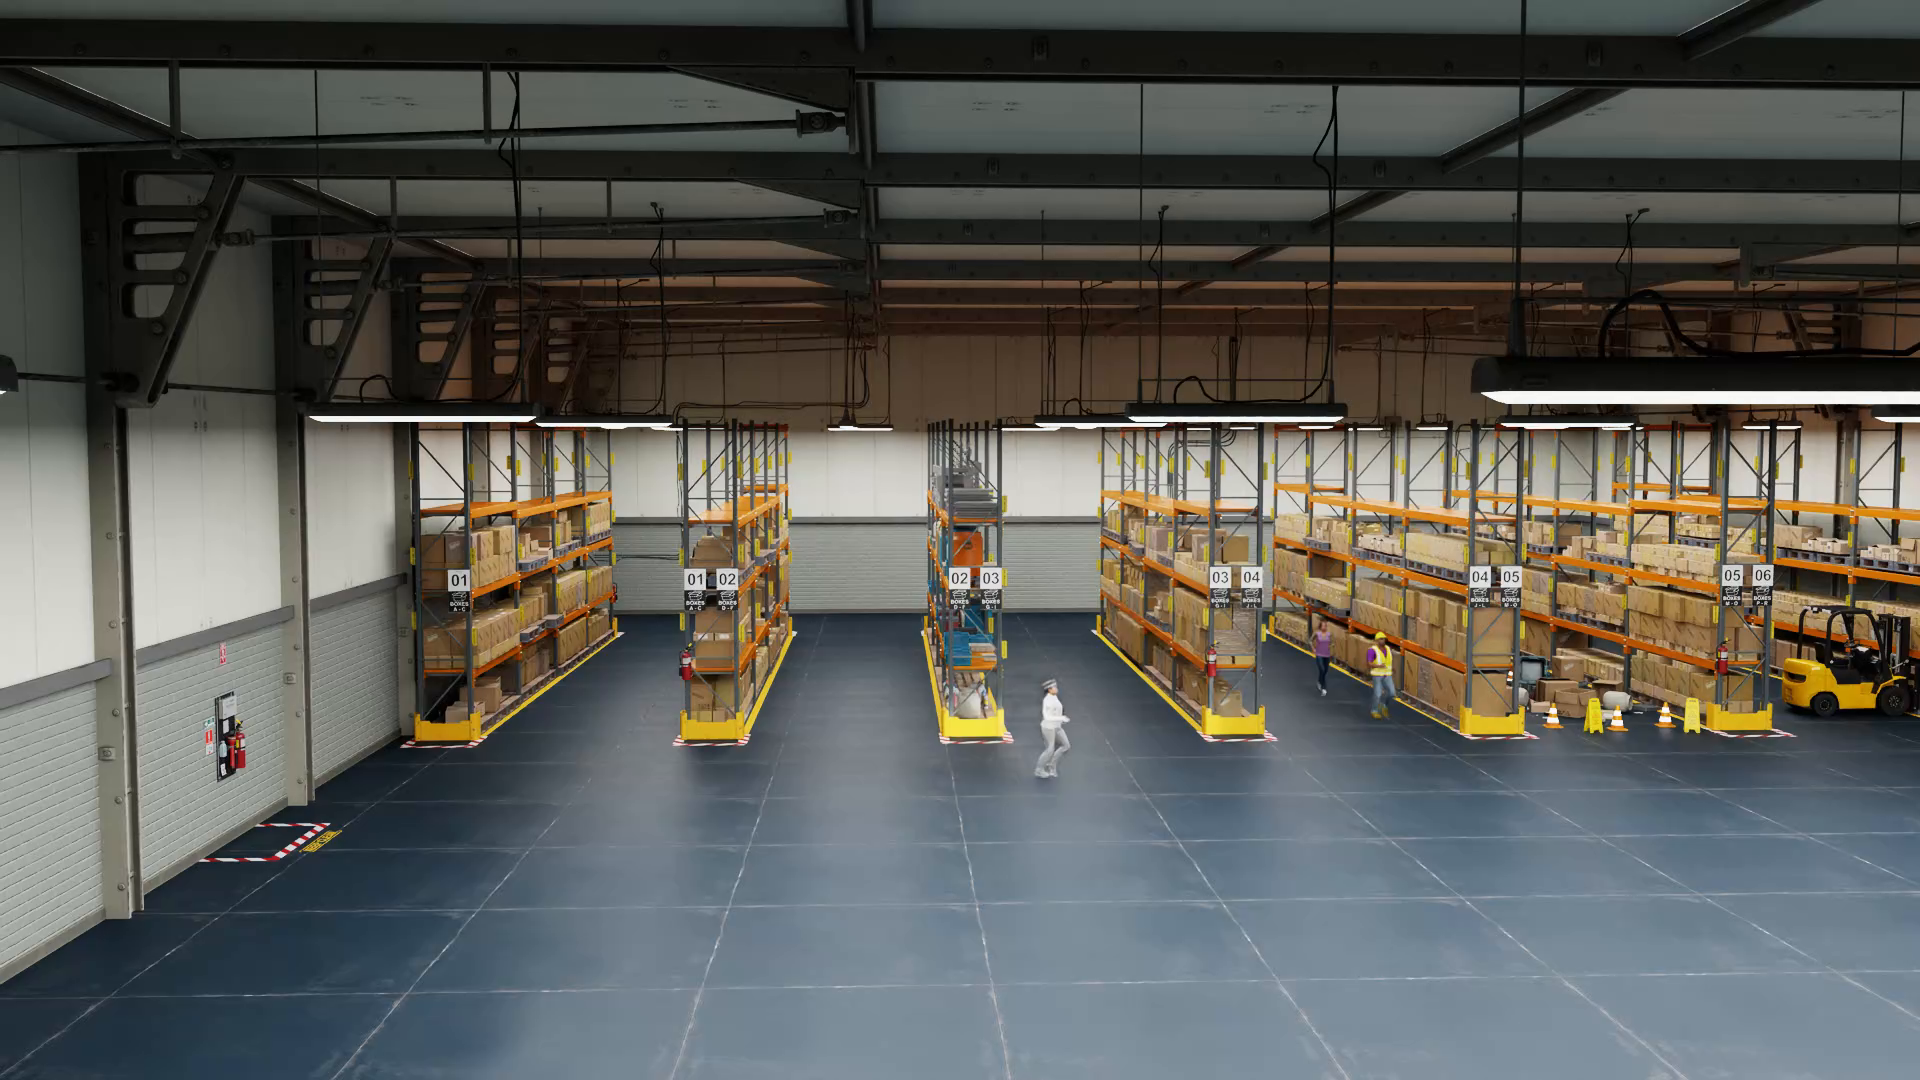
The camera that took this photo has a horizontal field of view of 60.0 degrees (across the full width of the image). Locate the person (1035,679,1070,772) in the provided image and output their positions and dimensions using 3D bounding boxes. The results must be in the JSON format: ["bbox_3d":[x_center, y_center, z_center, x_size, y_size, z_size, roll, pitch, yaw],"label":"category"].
[{"bbox_3d":[1.523,3.069,27.520,0.565,1.581,0.367,2,4,25],"label":"person"}]

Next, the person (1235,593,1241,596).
[{"bbox_3d":[7.989,1.791,47.718,0.702,1.720,0.930,2,4,29],"label":"person"}]

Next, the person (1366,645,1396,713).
[{"bbox_3d":[8.432,2.804,33.265,0.651,1.386,0.608,-1,4,-14],"label":"person"}]

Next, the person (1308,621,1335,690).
[{"bbox_3d":[7.961,2.519,36.568,0.532,1.505,0.703,0,4,-7],"label":"person"}]
